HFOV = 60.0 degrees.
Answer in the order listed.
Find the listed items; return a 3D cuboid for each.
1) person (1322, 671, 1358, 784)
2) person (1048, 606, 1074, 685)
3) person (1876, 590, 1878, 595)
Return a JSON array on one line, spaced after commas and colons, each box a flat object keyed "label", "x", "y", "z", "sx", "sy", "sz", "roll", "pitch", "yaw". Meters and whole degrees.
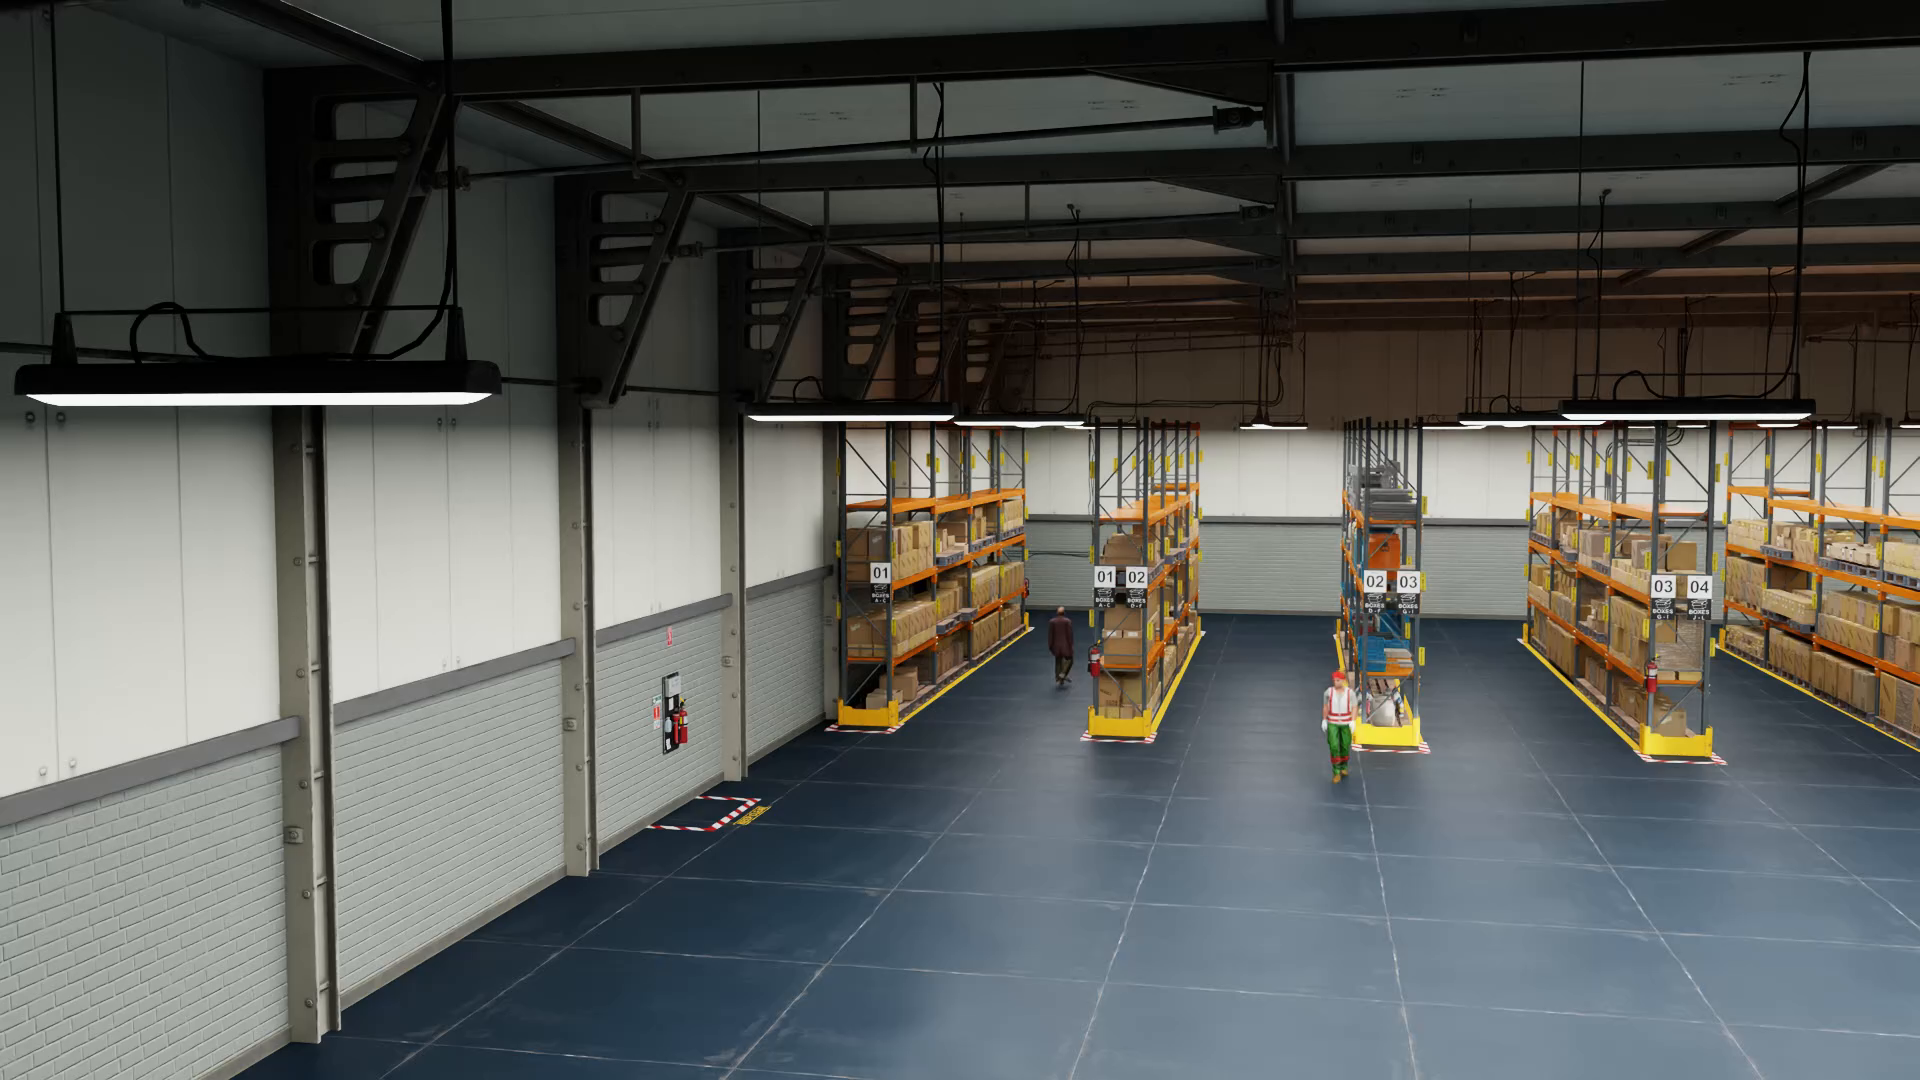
[{"label": "person", "x": 6.255, "y": 3.068, "z": 27.398, "sx": 0.569, "sy": 1.819, "sz": 0.756, "roll": 1, "pitch": 4, "yaw": 12}, {"label": "person", "x": 2.279, "y": 2.391, "z": 37.607, "sx": 0.617, "sy": 1.771, "sz": 0.571, "roll": 2, "pitch": 4, "yaw": 22}, {"label": "person", "x": 23.598, "y": 2.124, "z": 42.408, "sx": 0.552, "sy": 1.812, "sz": 0.612, "roll": -2, "pitch": 4, "yaw": -32}]
